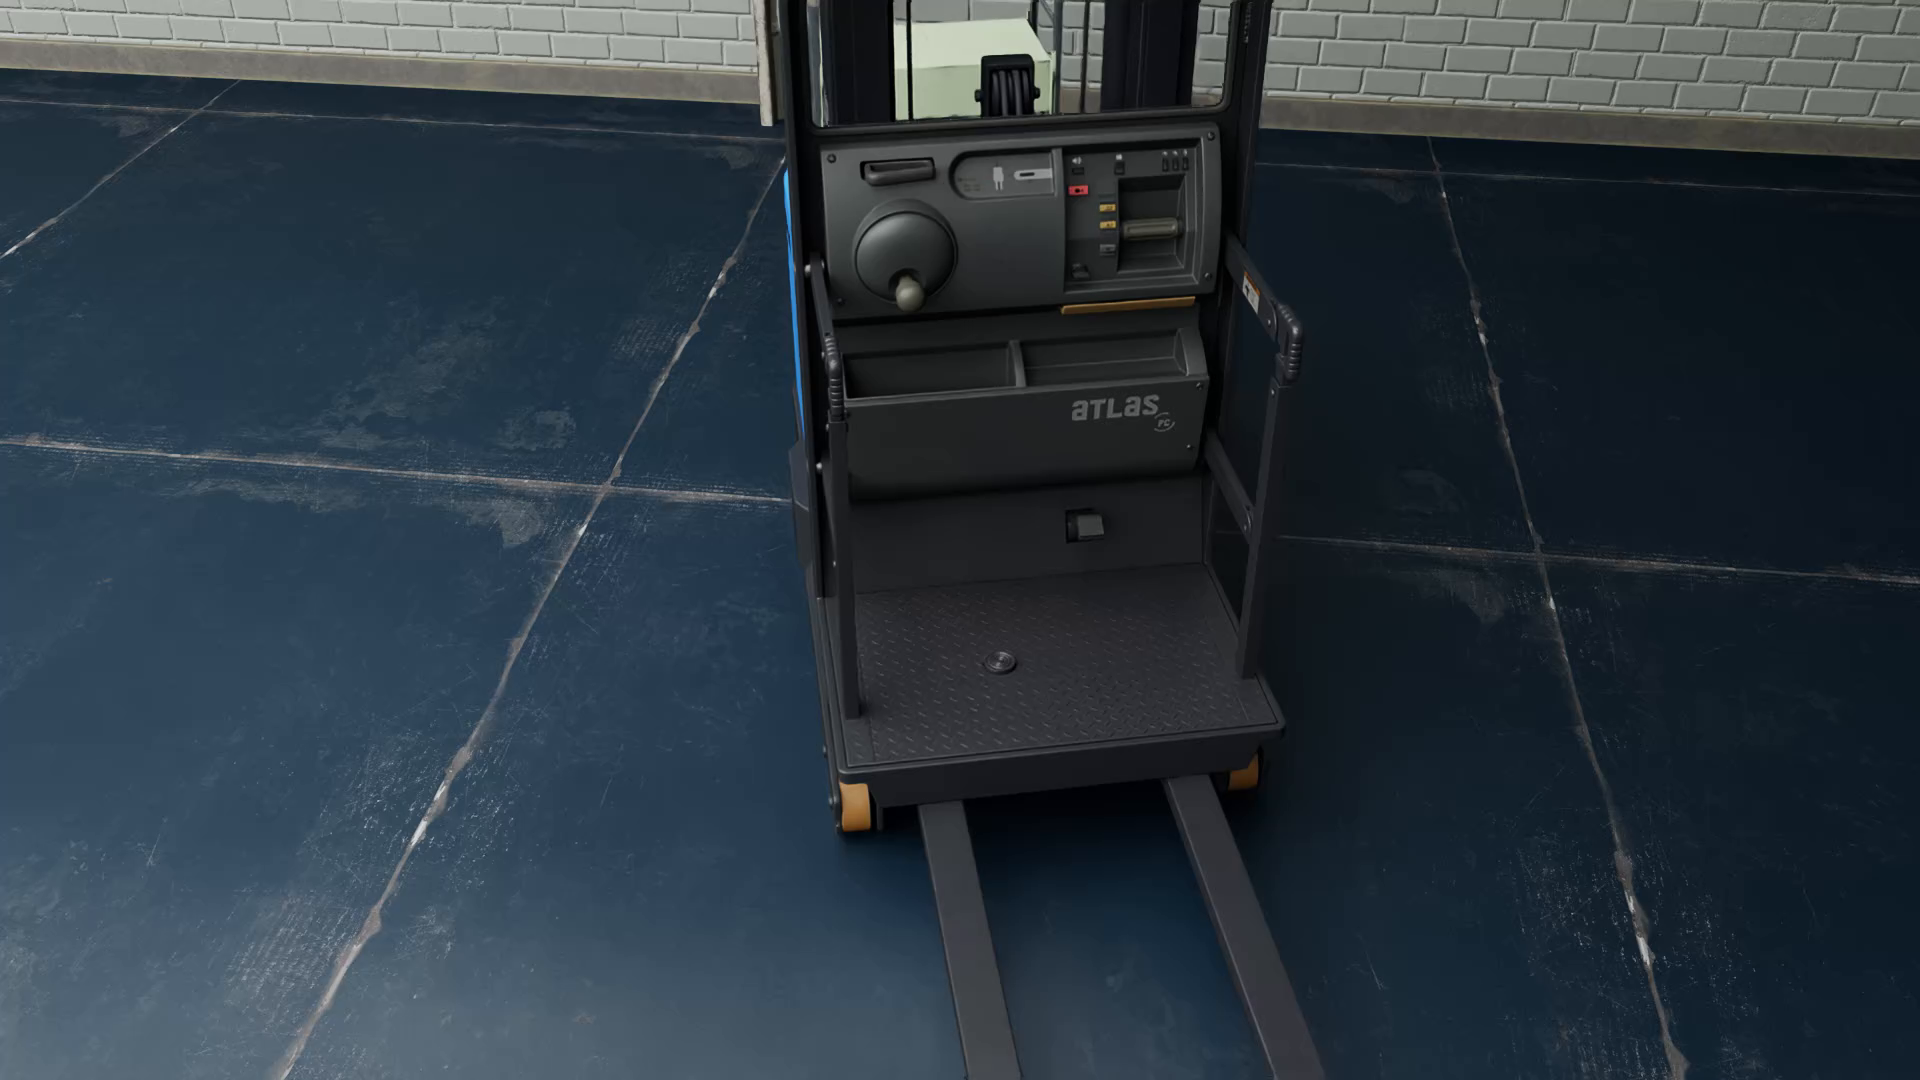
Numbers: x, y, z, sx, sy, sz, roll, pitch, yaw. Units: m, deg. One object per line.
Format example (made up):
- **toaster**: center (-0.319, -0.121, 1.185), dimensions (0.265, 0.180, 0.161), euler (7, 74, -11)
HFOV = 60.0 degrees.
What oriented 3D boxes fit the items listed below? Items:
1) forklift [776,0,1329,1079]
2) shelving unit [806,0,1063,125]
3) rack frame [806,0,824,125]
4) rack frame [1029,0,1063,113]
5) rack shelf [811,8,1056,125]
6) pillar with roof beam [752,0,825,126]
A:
- **forklift**: center (0.183, -0.677, 3.676), dimensions (1.130, 2.935, 3.031), euler (-5, 36, -7)
- **shelving unit**: center (-0.096, -1.101, 5.502), dimensions (0.755, 1.500, 0.431), euler (-5, 36, -7)
- **rack frame**: center (-0.457, -1.067, 5.454), dimensions (0.023, 1.500, 0.400), euler (-5, 36, -7)
- **rack frame**: center (0.265, -1.135, 5.549), dimensions (0.023, 1.500, 0.400), euler (-5, 36, -7)
- **rack shelf**: center (-0.096, -1.419, 5.275), dimensions (0.720, 0.370, 0.431), euler (-5, 36, -7)
- **pillar with roof beam**: center (-1.297, -3.268, 2.082), dimensions (0.400, 9.000, 9.100), euler (4, 36, 6)
